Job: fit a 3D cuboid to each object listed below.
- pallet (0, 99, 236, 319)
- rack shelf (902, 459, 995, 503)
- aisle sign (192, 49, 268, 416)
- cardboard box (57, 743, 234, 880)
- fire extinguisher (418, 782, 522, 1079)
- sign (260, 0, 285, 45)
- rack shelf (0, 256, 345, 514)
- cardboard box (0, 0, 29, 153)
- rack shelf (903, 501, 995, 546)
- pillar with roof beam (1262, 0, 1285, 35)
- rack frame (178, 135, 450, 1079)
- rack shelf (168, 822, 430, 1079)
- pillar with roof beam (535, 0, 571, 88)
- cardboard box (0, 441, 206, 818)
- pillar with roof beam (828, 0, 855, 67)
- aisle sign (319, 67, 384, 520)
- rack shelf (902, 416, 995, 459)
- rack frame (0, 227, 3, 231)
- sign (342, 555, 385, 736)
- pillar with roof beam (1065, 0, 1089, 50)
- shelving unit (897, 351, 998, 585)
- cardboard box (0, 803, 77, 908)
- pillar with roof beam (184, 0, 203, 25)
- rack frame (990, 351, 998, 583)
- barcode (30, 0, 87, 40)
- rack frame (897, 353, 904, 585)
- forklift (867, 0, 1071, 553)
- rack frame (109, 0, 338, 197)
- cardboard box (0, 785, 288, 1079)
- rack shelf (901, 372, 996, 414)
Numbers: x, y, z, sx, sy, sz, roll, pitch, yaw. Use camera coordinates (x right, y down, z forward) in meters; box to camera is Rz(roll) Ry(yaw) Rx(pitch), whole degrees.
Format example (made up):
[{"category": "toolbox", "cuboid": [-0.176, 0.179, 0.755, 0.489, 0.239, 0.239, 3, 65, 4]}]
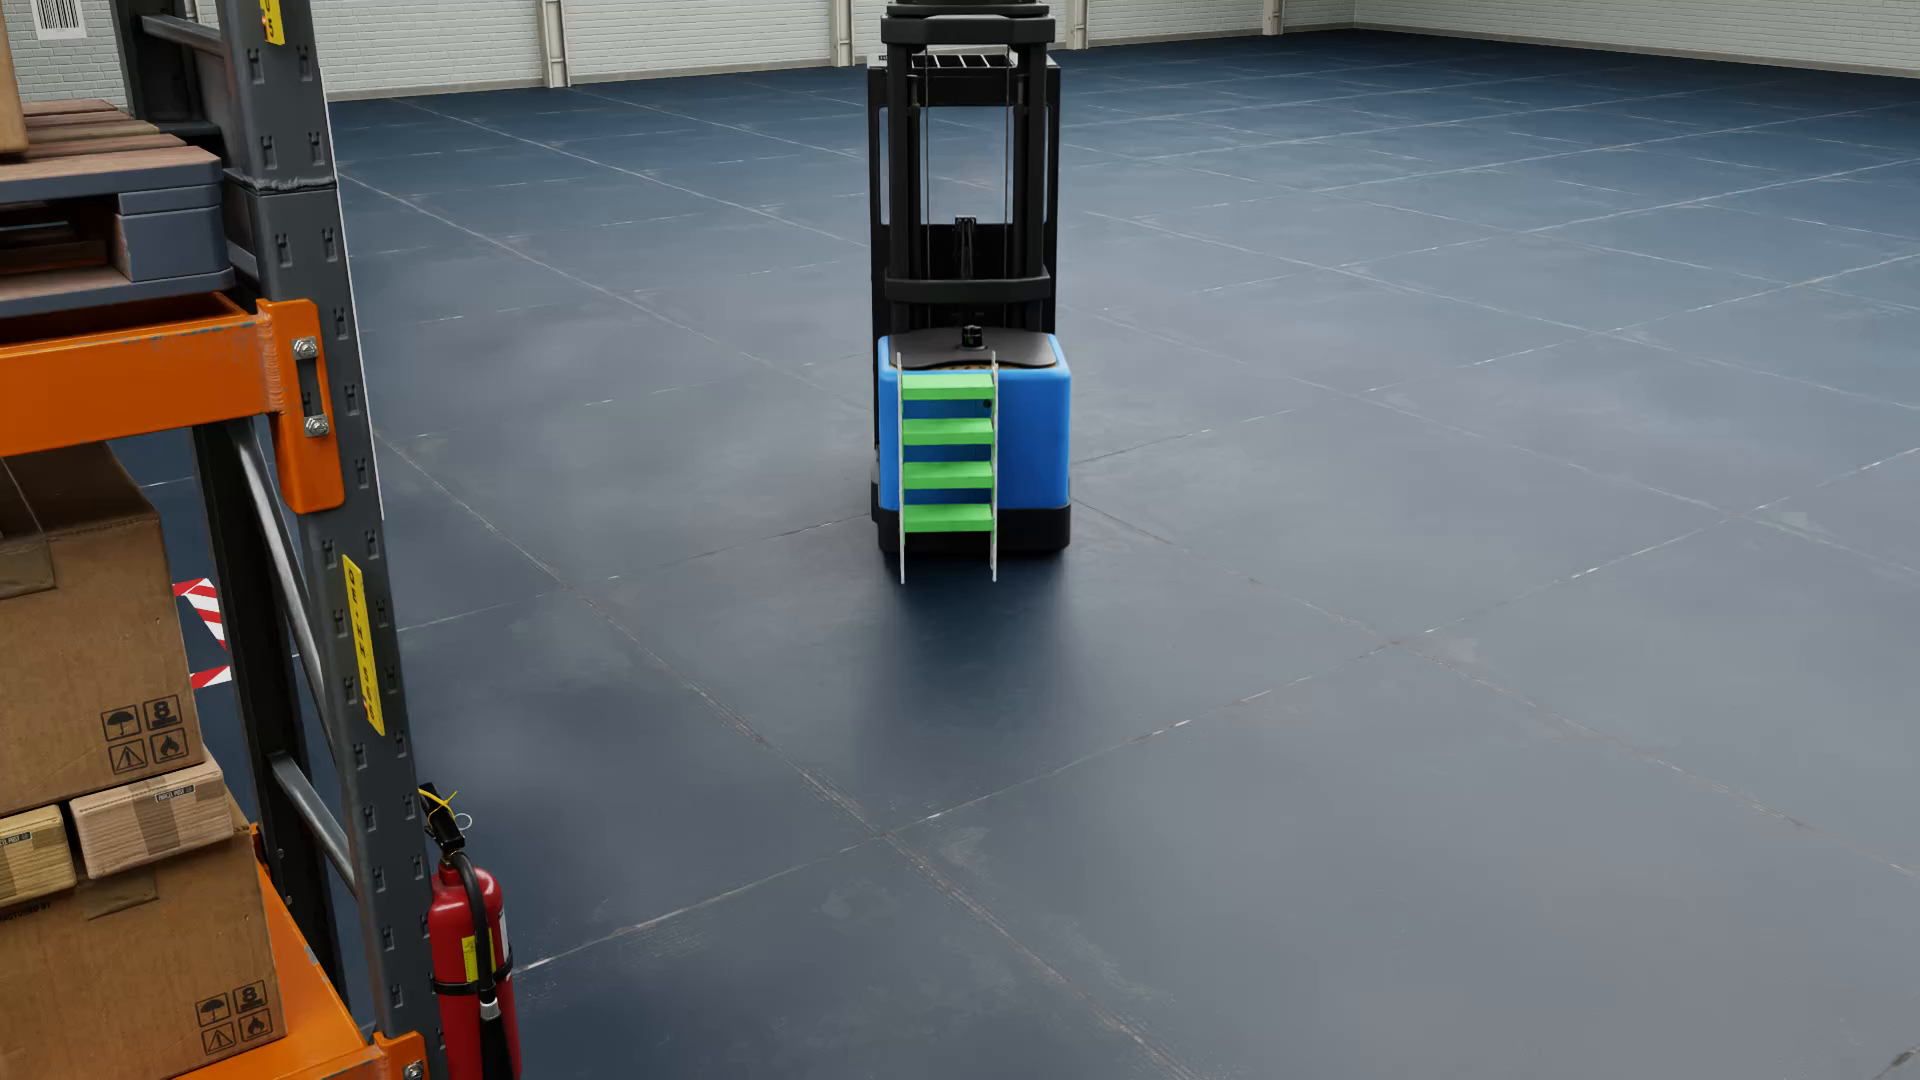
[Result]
[{"category": "pallet", "cuboid": [-1.968, -0.535, 2.761, 1.213, 0.211, 1.003, -15, 26, -33]}, {"category": "rack shelf", "cuboid": [-0.065, -0.311, 8.730, 0.480, 0.148, 0.258, -1, 22, -3]}, {"category": "aisle sign", "cuboid": [-1.504, -0.642, 3.449, 0.004, 0.787, 0.394, -15, 26, -33]}, {"category": "cardboard box", "cuboid": [-1.577, 0.465, 3.175, 0.250, 0.149, 0.380, -15, 26, -34]}, {"category": "fire extinguisher", "cuboid": [-1.011, 0.822, 3.393, 0.183, 0.674, 0.296, -15, 26, -33]}, {"category": "sign", "cuboid": [-1.073, -0.929, 2.543, 0.005, 0.325, 0.100, -15, 26, -33]}, {"category": "rack shelf", "cuboid": [-3.002, 0.046, 2.157, 4.000, 0.370, 1.077, -15, 26, -33]}, {"category": "cardboard box", "cuboid": [-1.847, -0.906, 2.677, 0.637, 0.503, 0.797, -13, 25, -29]}, {"category": "rack shelf", "cuboid": [-0.065, -0.088, 8.819, 0.480, 0.148, 0.258, -1, 22, -3]}, {"category": "pillar with roof beam", "cuboid": [9.924, -14.888, 34.564, 0.400, 9.000, 9.100, -15, 26, -33]}, {"category": "rack frame", "cuboid": [-1.379, 0.672, 3.665, 0.127, 3.000, 1.000, -15, 26, -33]}, {"category": "rack shelf", "cuboid": [-3.002, 1.439, 2.713, 4.000, 0.370, 1.077, -15, 26, -33]}, {"category": "pillar with roof beam", "cuboid": [-4.687, -10.992, 24.800, 0.400, 9.000, 9.100, -15, 26, -33]}, {"category": "cardboard box", "cuboid": [-1.808, 0.132, 3.133, 0.500, 0.500, 0.700, -15, 26, -33]}, {"category": "pillar with roof beam", "cuboid": [0.183, -12.291, 28.055, 0.400, 9.000, 9.100, -15, 26, -33]}, {"category": "aisle sign", "cuboid": [-1.154, -0.461, 2.997, 0.004, 0.787, 0.394, -15, 26, -33]}, {"category": "rack shelf", "cuboid": [-0.065, -0.534, 8.641, 0.480, 0.148, 0.258, -1, 22, -3]}, {"category": "rack frame", "cuboid": [-4.268, -0.819, 7.401, 0.127, 3.000, 1.000, -15, 26, -33]}, {"category": "sign", "cuboid": [-1.073, 0.191, 2.989, 0.005, 0.325, 0.100, -15, 26, -33]}, {"category": "pillar with roof beam", "cuboid": [5.054, -13.589, 31.310, 0.400, 9.000, 9.100, -15, 26, -33]}, {"category": "shelving unit", "cuboid": [-0.065, -0.371, 8.706, 0.503, 1.200, 0.258, -1, 22, -3]}, {"category": "cardboard box", "cuboid": [-1.789, 0.522, 3.032, 0.250, 0.149, 0.380, -14, 26, -32]}, {"category": "pillar with roof beam", "cuboid": [-9.557, -9.693, 21.546, 0.400, 9.000, 9.100, -15, 26, -33]}, {"category": "rack frame", "cuboid": [0.178, -0.375, 8.718, 0.015, 1.200, 0.240, -1, 22, -3]}, {"category": "barcode", "cuboid": [-1.342, -0.780, 2.474, 0.075, 0.075, 0.001, -15, 26, -33]}, {"category": "rack frame", "cuboid": [-0.309, -0.366, 8.694, 0.015, 1.200, 0.240, -1, 22, -3]}, {"category": "forklift", "cuboid": [0.008, -1.793, 9.935, 1.130, 2.935, 3.031, -1, 22, -3]}, {"category": "rack frame", "cuboid": [-1.379, -2.114, 2.553, 0.127, 3.000, 1.000, -15, 26, -33]}, {"category": "cardboard box", "cuboid": [-1.765, 0.723, 3.402, 0.500, 0.500, 0.700, -15, 26, -33]}, {"category": "rack shelf", "cuboid": [-0.065, -0.757, 8.552, 0.480, 0.148, 0.258, -1, 22, -3]}]
